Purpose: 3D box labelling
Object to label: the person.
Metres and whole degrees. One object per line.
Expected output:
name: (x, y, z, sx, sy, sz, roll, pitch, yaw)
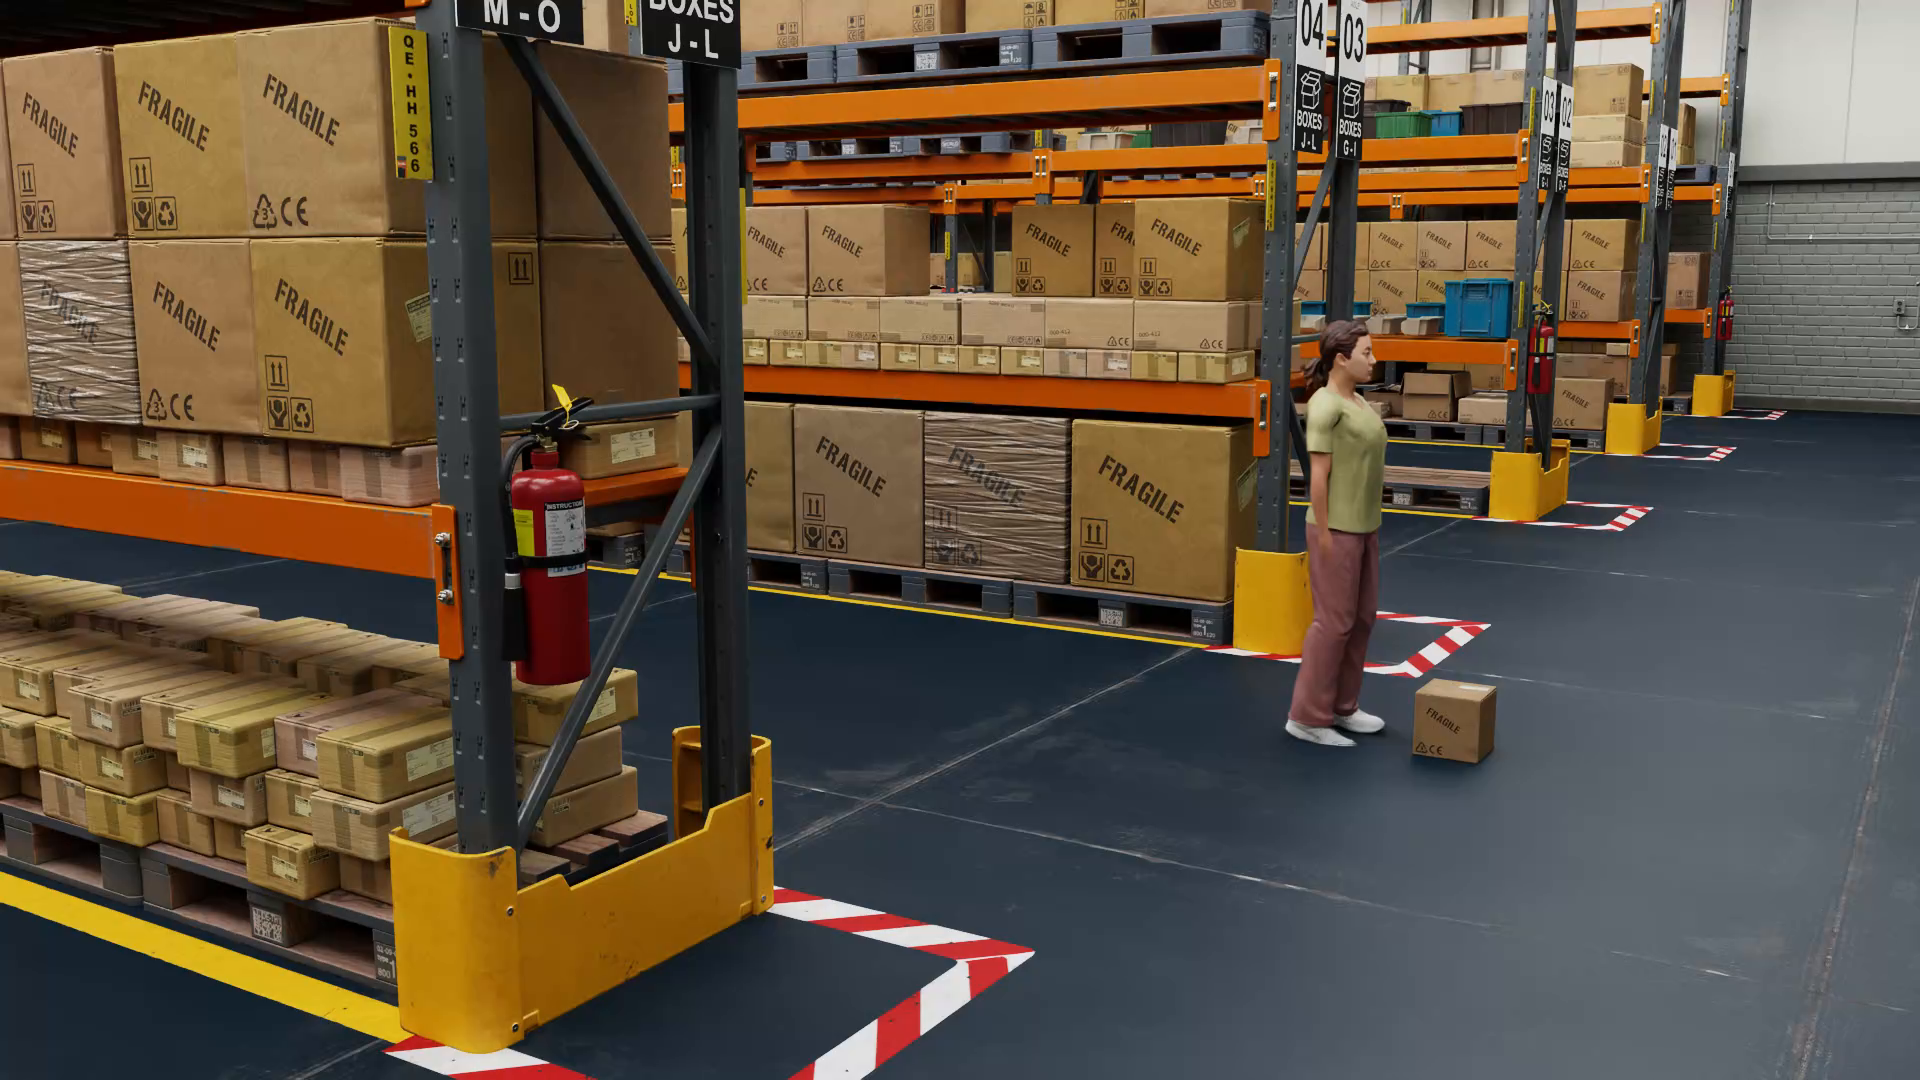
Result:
person: (1.520, -0.020, 6.643, 0.362, 1.701, 0.440, 6, 11, 32)
